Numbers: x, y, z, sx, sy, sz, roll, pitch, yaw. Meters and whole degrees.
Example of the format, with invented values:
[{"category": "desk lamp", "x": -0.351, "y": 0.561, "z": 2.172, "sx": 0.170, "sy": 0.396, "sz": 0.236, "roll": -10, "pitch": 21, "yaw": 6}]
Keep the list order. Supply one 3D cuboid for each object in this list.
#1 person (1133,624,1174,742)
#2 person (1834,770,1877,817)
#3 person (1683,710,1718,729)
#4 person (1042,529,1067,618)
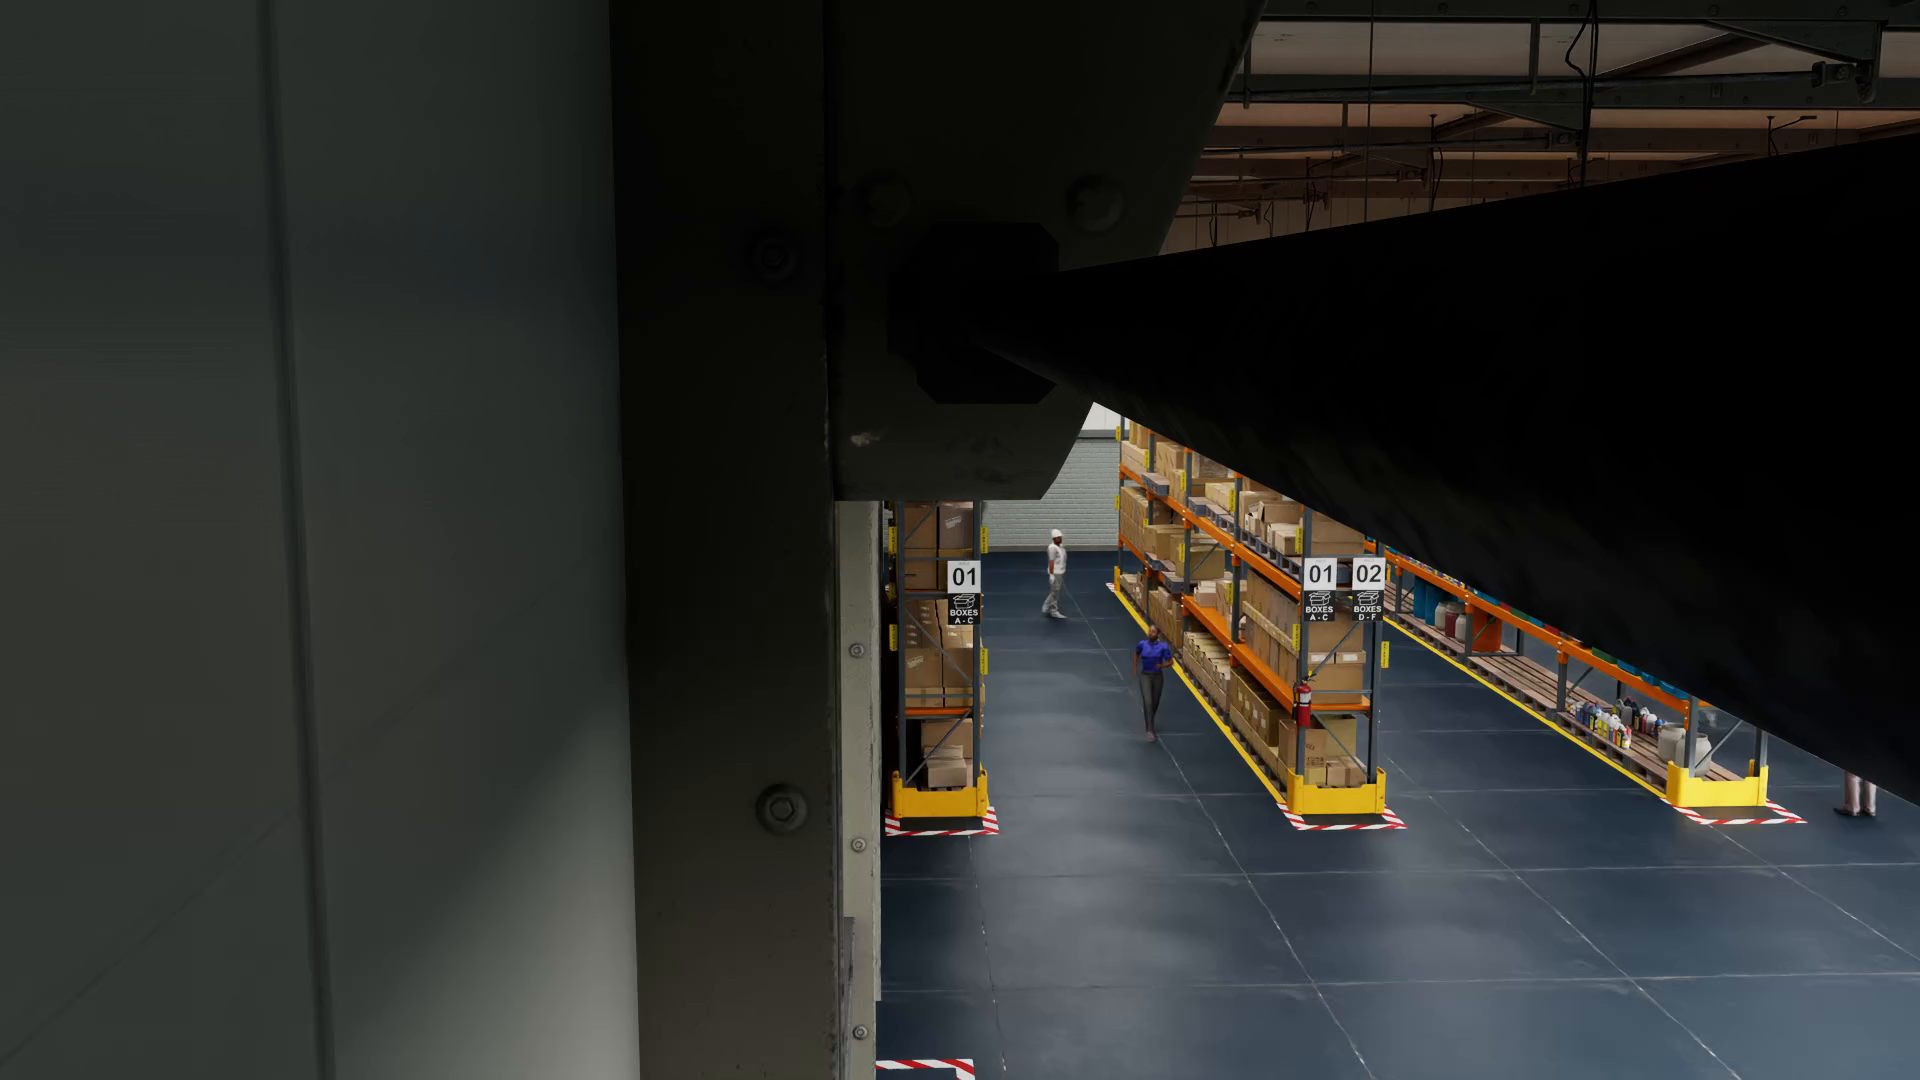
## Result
[{"category": "person", "x": 2.819, "y": 2.072, "z": 24.170, "sx": 0.572, "sy": 1.522, "sz": 1.006, "roll": 0, "pitch": 8, "yaw": -2}, {"category": "person", "x": 11.109, "y": 2.544, "z": 20.473, "sx": 0.553, "sy": 1.729, "sz": 0.391, "roll": -1, "pitch": 8, "yaw": -4}, {"category": "person", "x": 11.100, "y": 1.895, "z": 24.843, "sx": 0.557, "sy": 1.833, "sz": 0.399, "roll": 6, "pitch": 10, "yaw": 35}, {"category": "person", "x": 1.891, "y": 0.665, "z": 33.283, "sx": 0.517, "sy": 1.787, "sz": 0.641, "roll": 3, "pitch": 9, "yaw": 20}]
